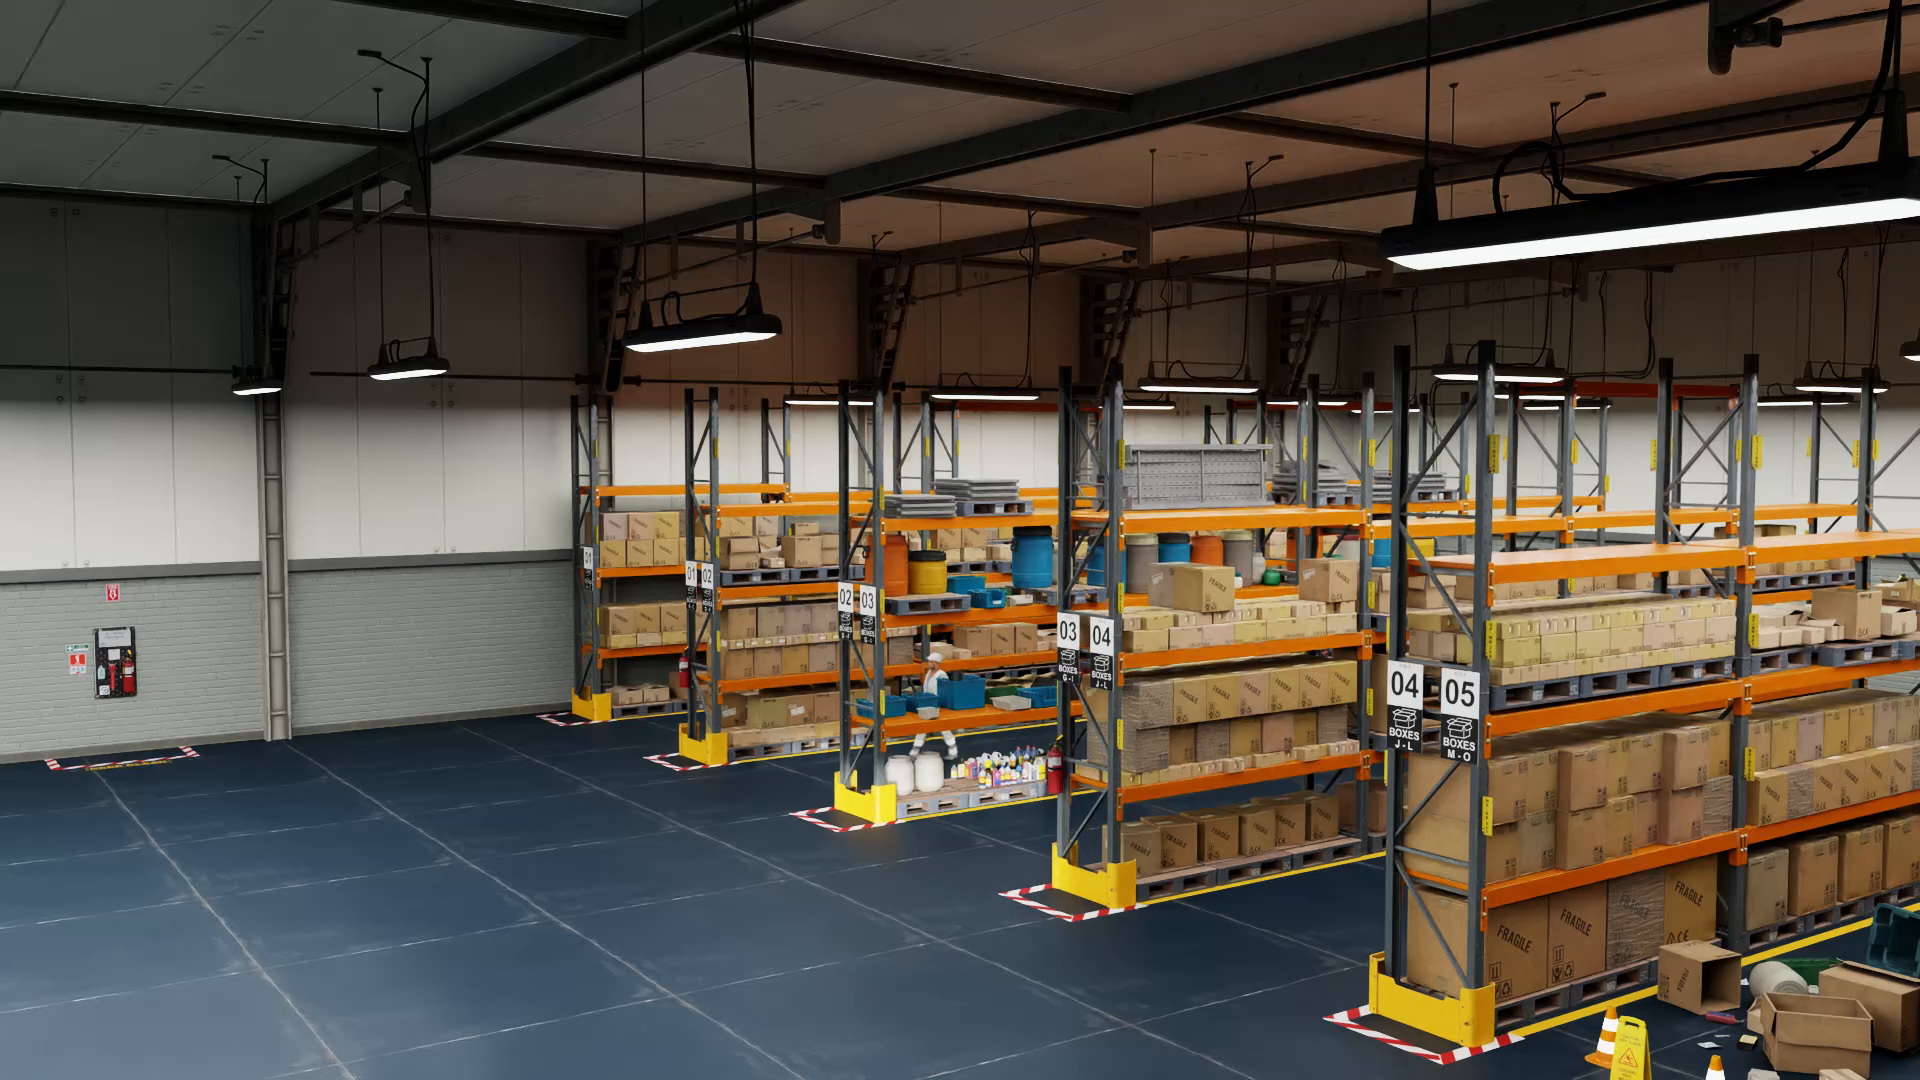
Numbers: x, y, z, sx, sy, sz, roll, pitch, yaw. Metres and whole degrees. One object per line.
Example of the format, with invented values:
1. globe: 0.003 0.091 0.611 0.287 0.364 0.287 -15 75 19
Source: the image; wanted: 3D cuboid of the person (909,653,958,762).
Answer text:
1. person: -0.469 2.672 26.527 1.010 1.739 0.555 -3 4 -39
